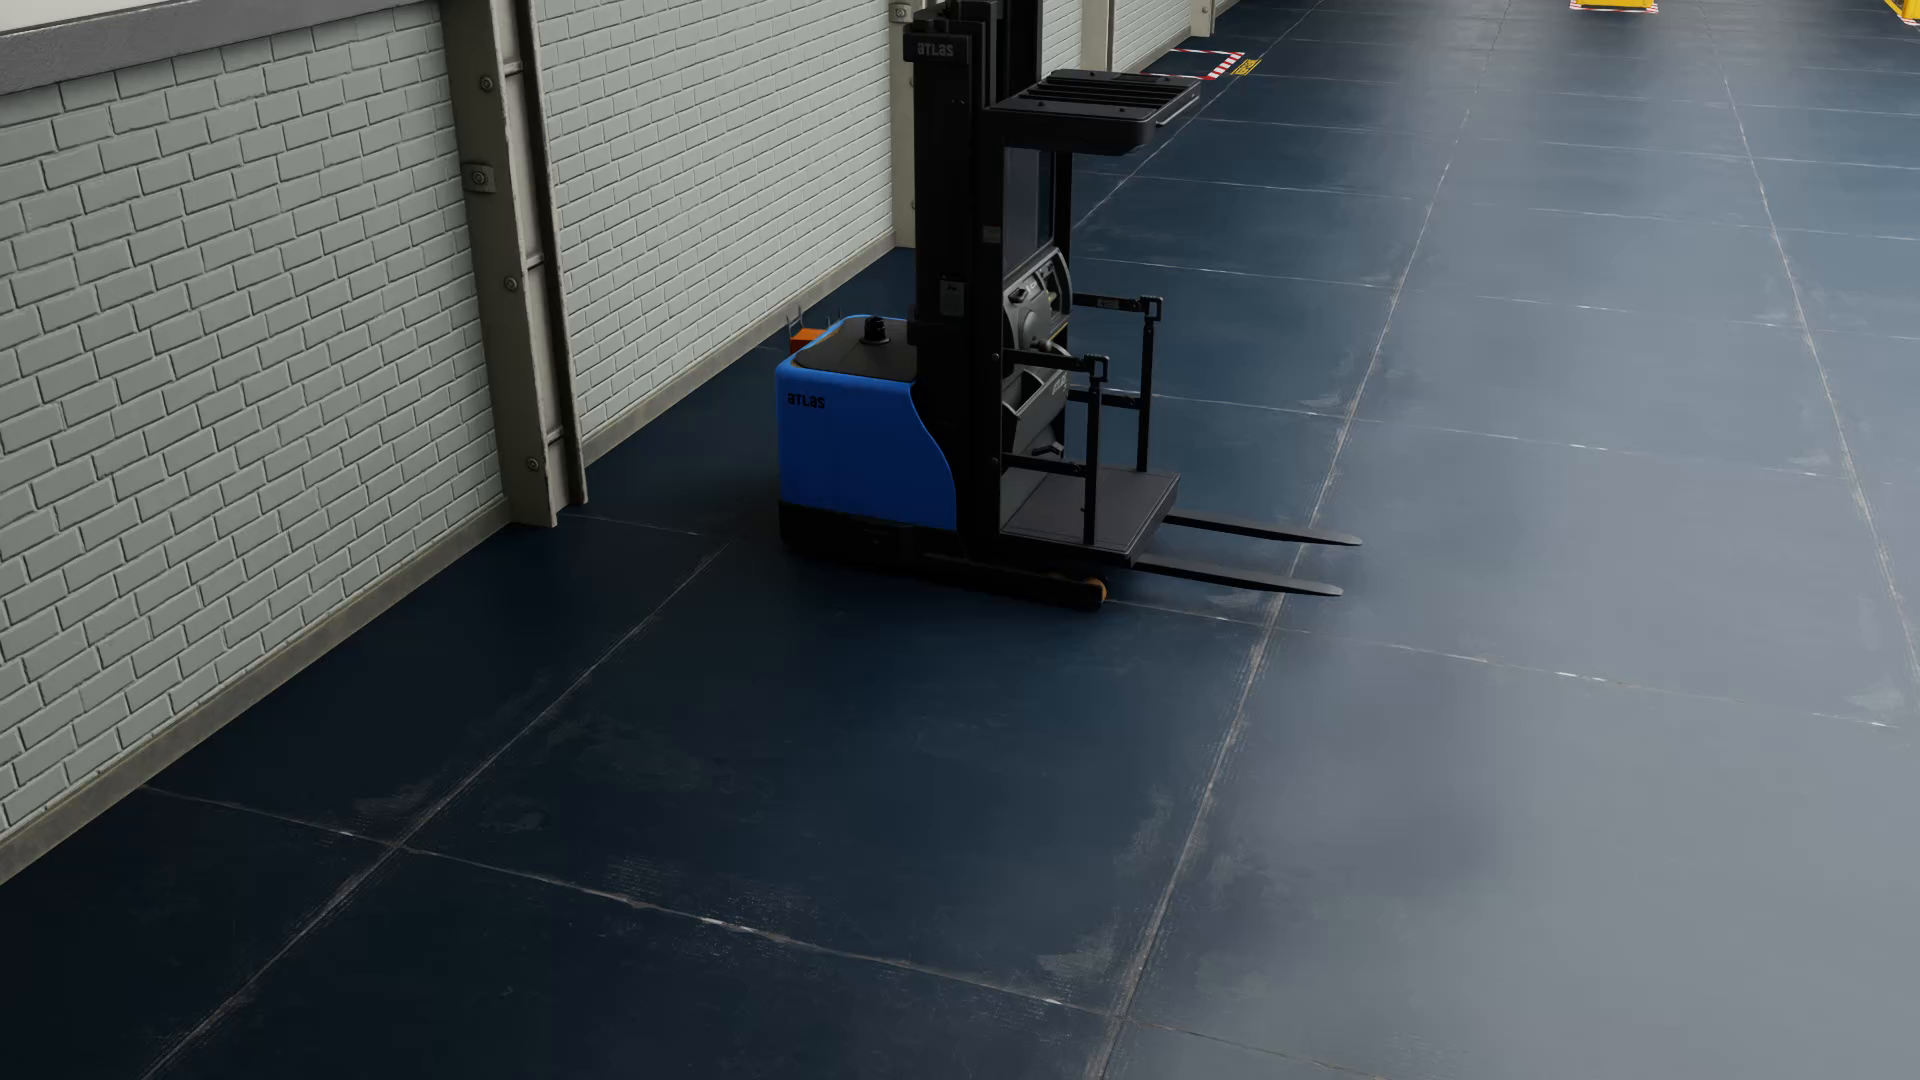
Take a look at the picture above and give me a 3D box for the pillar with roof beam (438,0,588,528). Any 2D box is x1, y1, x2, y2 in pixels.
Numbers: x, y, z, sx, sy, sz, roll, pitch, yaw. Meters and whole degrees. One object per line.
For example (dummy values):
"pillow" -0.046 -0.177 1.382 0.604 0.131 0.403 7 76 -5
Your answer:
"pillar with roof beam" 1.678 -3.598 6.355 9.100 9.000 0.400 9 27 17

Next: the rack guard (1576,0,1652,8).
"rack guard" 10.852 -9.120 27.512 1.175 0.500 0.348 9 27 17

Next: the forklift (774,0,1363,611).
"forklift" 0.584 -1.221 8.407 3.031 2.935 1.130 10 27 19

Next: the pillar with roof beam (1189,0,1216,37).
"pillar with roof beam" 7.668 -10.995 21.632 9.100 9.000 0.400 9 27 17

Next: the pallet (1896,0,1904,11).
"pallet" 15.786 -8.651 26.875 1.003 0.211 1.213 9 27 17

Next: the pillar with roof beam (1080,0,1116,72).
"pillar with roof beam" 5.671 -8.529 16.540 9.100 9.000 0.400 9 27 17

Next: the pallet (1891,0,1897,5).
"pallet" 16.194 -9.151 27.907 1.003 0.211 1.213 9 27 17

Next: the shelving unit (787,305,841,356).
"shelving unit" -0.820 -0.836 9.762 0.252 1.050 0.215 5 26 16

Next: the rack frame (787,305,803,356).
"rack frame" -0.937 -0.847 9.795 0.008 1.050 0.200 5 26 16

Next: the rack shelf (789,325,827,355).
"rack shelf" -0.830 -1.083 9.646 0.240 0.259 0.215 5 26 16

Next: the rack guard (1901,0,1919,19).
"rack guard" 15.511 -8.448 26.124 1.175 0.500 0.348 9 27 17

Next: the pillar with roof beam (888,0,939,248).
"pillar with roof beam" 3.674 -6.064 11.447 9.100 9.000 0.400 9 27 17

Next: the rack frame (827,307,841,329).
"rack frame" -0.703 -0.825 9.729 0.008 1.050 0.200 5 26 16
